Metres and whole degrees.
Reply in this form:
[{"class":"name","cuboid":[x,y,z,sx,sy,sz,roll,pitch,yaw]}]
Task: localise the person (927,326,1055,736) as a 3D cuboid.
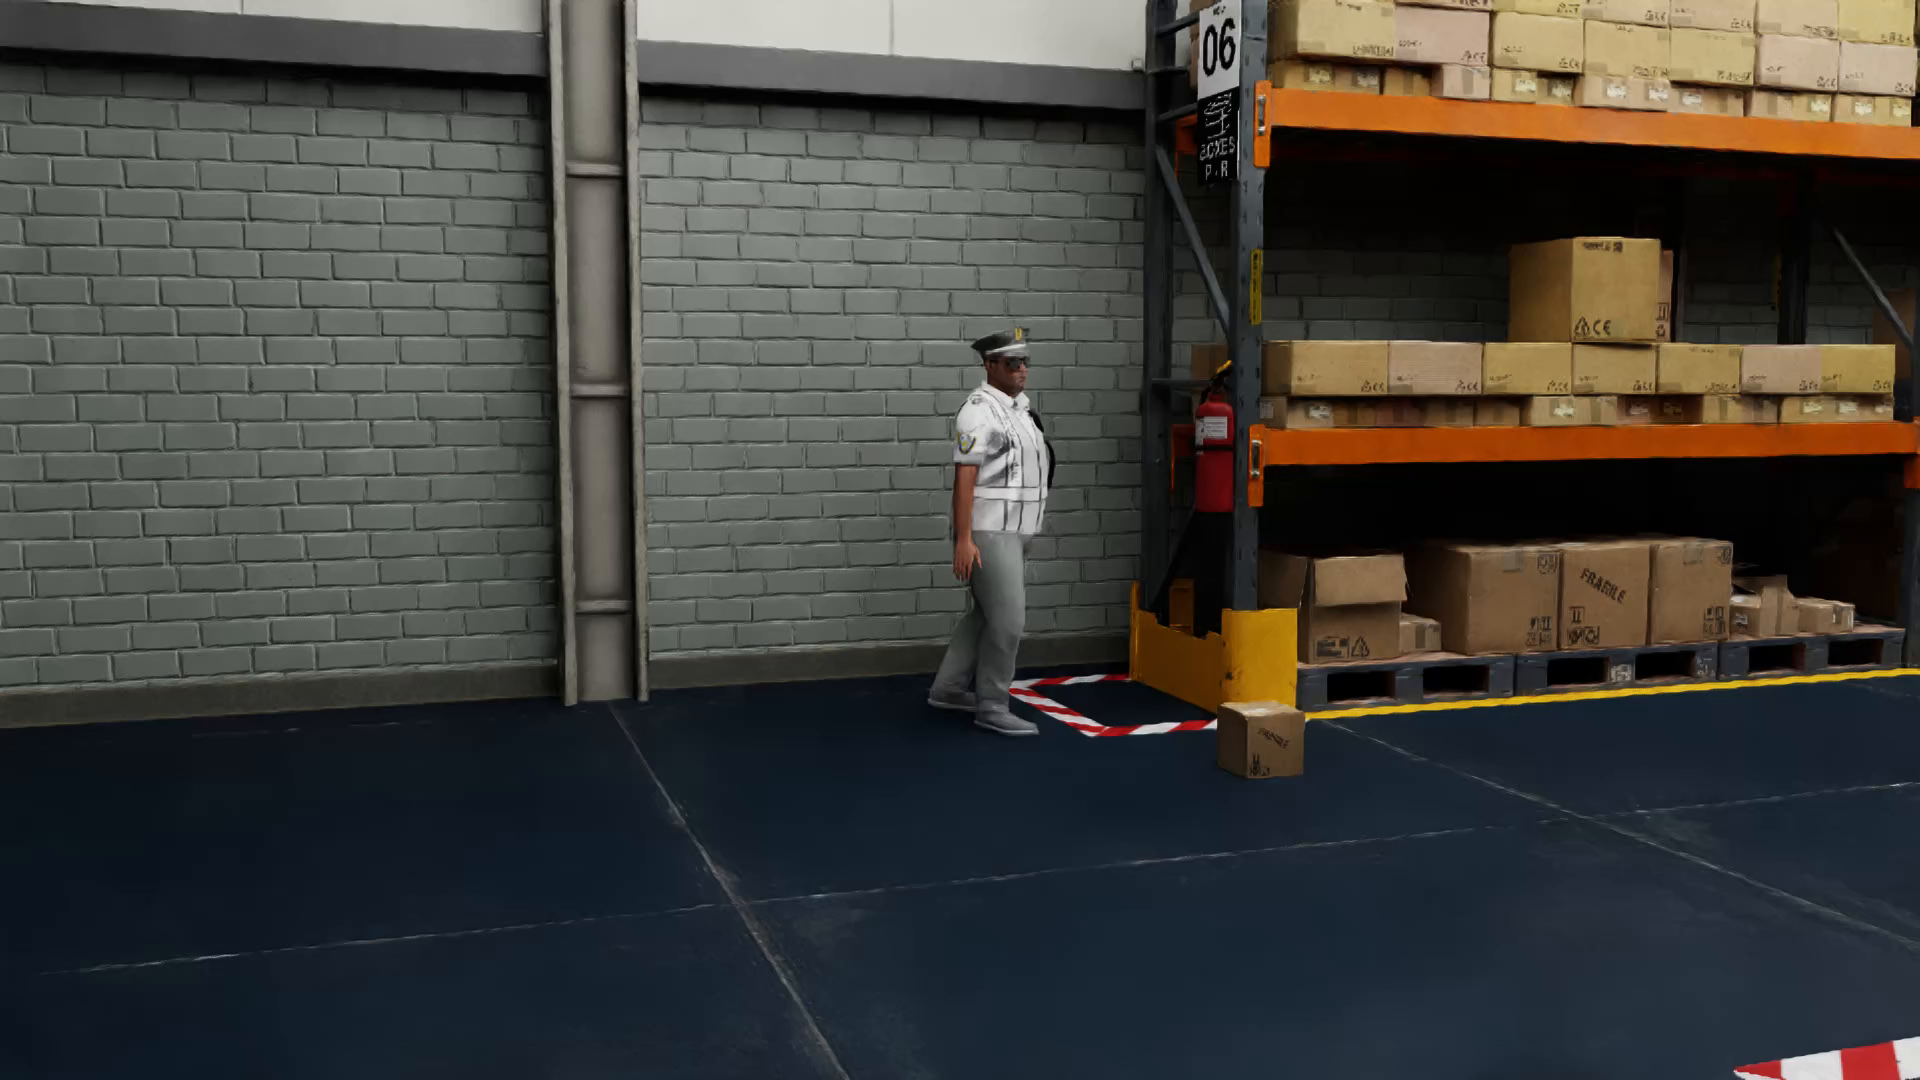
[{"class":"person","cuboid":[0.100,-0.046,7.252,0.589,1.754,0.596,2,6,22]}]
